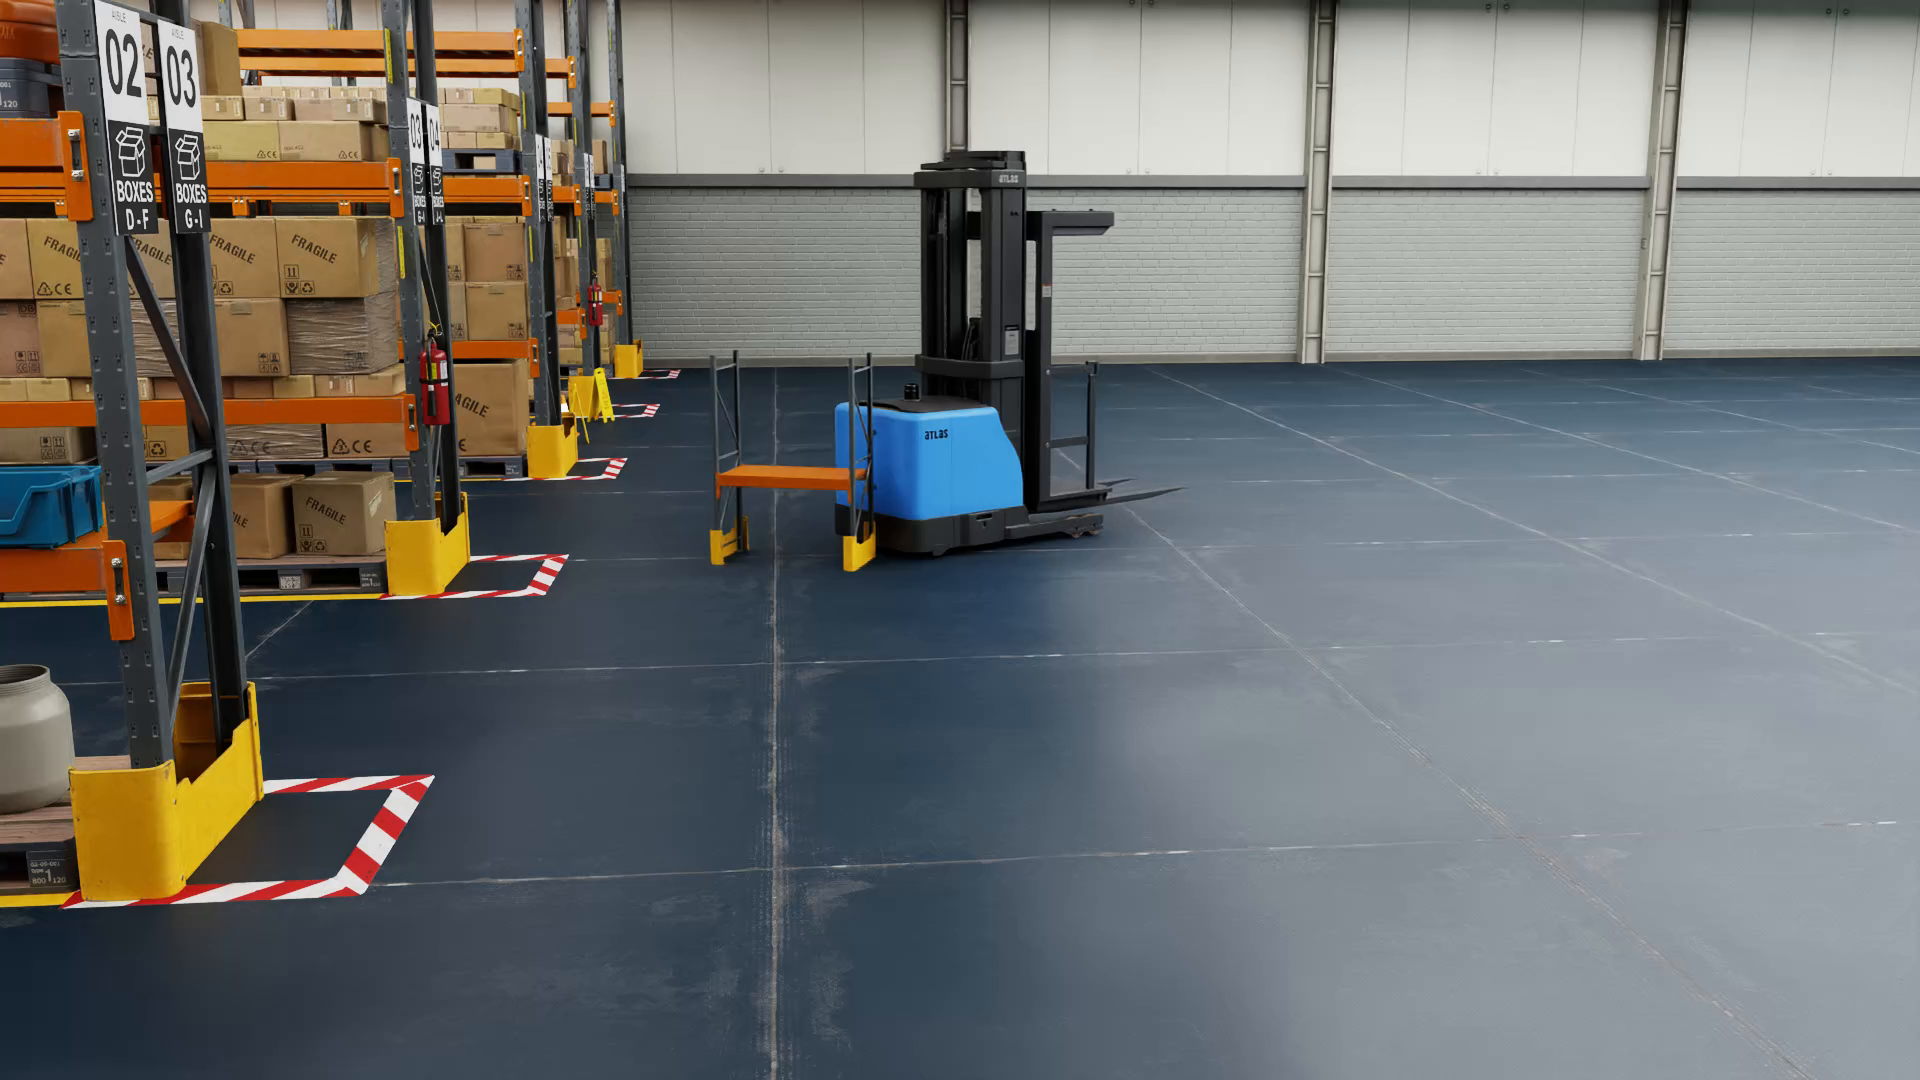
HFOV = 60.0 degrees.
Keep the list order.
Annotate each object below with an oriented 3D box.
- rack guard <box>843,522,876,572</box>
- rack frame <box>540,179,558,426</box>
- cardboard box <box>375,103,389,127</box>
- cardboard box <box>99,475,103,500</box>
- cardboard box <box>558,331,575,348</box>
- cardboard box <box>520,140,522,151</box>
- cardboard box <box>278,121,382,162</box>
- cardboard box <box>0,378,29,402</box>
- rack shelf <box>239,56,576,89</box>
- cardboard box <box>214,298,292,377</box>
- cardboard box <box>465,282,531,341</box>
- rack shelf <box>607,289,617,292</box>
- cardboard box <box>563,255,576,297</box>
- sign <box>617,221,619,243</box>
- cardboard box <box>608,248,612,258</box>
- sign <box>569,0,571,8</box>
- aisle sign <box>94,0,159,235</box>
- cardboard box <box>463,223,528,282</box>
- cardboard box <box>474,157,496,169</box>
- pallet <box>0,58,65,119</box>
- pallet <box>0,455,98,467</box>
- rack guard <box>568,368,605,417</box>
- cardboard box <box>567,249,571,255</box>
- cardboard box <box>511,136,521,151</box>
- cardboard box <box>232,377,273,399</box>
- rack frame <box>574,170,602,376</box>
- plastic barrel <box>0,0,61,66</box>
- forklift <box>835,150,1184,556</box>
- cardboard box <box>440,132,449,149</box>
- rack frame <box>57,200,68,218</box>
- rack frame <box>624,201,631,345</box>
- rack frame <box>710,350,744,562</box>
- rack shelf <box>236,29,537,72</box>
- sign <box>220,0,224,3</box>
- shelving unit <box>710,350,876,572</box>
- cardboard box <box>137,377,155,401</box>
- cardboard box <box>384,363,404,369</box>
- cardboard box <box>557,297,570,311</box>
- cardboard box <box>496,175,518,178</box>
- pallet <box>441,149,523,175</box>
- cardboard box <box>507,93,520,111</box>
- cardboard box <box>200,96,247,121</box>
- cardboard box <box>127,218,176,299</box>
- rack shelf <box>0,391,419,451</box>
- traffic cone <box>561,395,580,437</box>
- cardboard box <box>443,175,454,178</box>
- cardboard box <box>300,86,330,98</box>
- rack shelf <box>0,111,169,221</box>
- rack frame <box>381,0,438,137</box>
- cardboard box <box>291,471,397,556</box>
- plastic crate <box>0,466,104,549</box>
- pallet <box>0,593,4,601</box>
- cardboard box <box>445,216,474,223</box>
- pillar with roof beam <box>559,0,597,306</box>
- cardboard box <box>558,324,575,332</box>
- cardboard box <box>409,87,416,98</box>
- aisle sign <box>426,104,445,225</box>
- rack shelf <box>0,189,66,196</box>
[{"bbox_3d":[-0.722,0.044,11.994,0.087,0.250,0.587,3,11,13],"label":"rack guard"},{"bbox_3d":[-4.035,-2.170,16.130,0.053,2.616,0.949,-1,11,-6],"label":"rack frame"},{"bbox_3d":[-3.899,-2.850,11.167,0.250,0.149,0.380,-1,11,-6],"label":"cardboard box"},{"bbox_3d":[-5.997,-0.156,11.275,0.500,0.500,0.500,-2,11,-11],"label":"cardboard box"},{"bbox_3d":[-6.160,-3.093,25.570,0.500,0.250,0.500,-1,11,-7],"label":"cardboard box"},{"bbox_3d":[-5.235,-4.796,20.295,0.250,0.149,0.380,-1,11,-5],"label":"cardboard box"},{"bbox_3d":[-4.052,-2.557,10.710,0.500,0.250,0.500,-1,11,-5],"label":"cardboard box"},{"bbox_3d":[-6.090,-0.988,10.770,0.250,0.149,0.380,-1,11,-6],"label":"cardboard box"},{"bbox_3d":[-6.658,-5.665,20.230,4.000,0.370,1.077,-1,11,-6],"label":"rack shelf"},{"bbox_3d":[-4.634,-1.373,11.044,0.500,0.500,0.875,-1,11,-6],"label":"cardboard box"},{"bbox_3d":[-4.399,-2.228,16.035,0.550,0.550,0.875,-1,11,-6],"label":"cardboard box"},{"bbox_3d":[-7.198,-3.771,25.631,3.809,0.124,0.919,-1,11,-6],"label":"rack shelf"},{"bbox_3d":[-5.171,-3.356,21.133,0.500,0.500,0.500,-1,11,-7],"label":"cardboard box"},{"bbox_3d":[-5.165,-4.650,25.127,0.005,0.325,0.100,-1,11,-6],"label":"sign"},{"bbox_3d":[-5.575,-4.480,25.938,0.250,0.149,0.380,-1,11,-8],"label":"cardboard box"},{"bbox_3d":[-4.630,-6.491,19.723,0.005,0.325,0.100,-1,11,-6],"label":"sign"},{"bbox_3d":[-2.961,-1.488,5.920,0.004,0.787,0.394,-1,11,-6],"label":"aisle sign"},{"bbox_3d":[-4.408,-2.774,16.013,0.550,0.550,0.875,-1,11,-6],"label":"cardboard box"},{"bbox_3d":[-5.652,-4.592,20.291,0.500,0.250,0.500,-1,11,-7],"label":"cardboard box"},{"bbox_3d":[-3.898,-1.648,6.189,1.213,0.211,1.003,-1,11,-6],"label":"pallet"},{"bbox_3d":[-8.771,-0.689,15.823,1.213,0.211,1.003,-1,11,-6],"label":"pallet"},{"bbox_3d":[-4.746,-1.890,21.184,0.348,0.500,1.175,-1,11,-6],"label":"rack guard"},{"bbox_3d":[-6.040,-4.371,25.387,0.250,0.149,0.380,-1,11,-5],"label":"cardboard box"},{"bbox_3d":[-4.411,-3.829,16.094,0.250,0.149,0.380,-1,11,-6],"label":"cardboard box"},{"bbox_3d":[-4.603,-1.026,10.963,0.250,0.149,0.380,-1,11,-6],"label":"cardboard box"},{"bbox_3d":[-4.670,-3.118,20.951,0.127,3.000,1.000,-1,11,-6],"label":"rack frame"},{"bbox_3d":[-3.534,-2.122,5.906,0.708,0.830,0.600,-1,11,-6],"label":"plastic barrel"},{"bbox_3d":[0.503,-1.528,13.044,3.031,2.935,1.130,-9,14,-38],"label":"forklift"},{"bbox_3d":[-4.835,-3.692,15.398,0.250,0.149,0.380,-1,11,-5],"label":"cardboard box"},{"bbox_3d":[-13.163,-3.903,24.945,0.127,3.000,1.000,-1,11,-6],"label":"rack frame"},{"bbox_3d":[-5.210,-4.069,25.789,0.053,2.616,0.949,-1,11,-6],"label":"rack frame"},{"bbox_3d":[-1.693,-0.612,12.093,0.032,1.500,0.500,3,11,13],"label":"rack frame"},{"bbox_3d":[-6.023,-4.523,15.450,4.000,0.370,1.077,-1,11,-6],"label":"rack shelf"},{"bbox_3d":[-8.581,-6.408,19.302,0.005,0.325,0.100,-1,11,-6],"label":"sign"},{"bbox_3d":[-1.207,-0.590,11.983,1.083,1.500,0.587,3,11,13],"label":"shelving unit"},{"bbox_3d":[-5.341,-0.997,10.815,0.250,0.149,0.380,-1,11,-6],"label":"cardboard box"},{"bbox_3d":[-3.909,-1.134,11.511,0.250,0.149,0.380,-1,11,-6],"label":"cardboard box"},{"bbox_3d":[-5.019,-2.946,20.727,0.250,0.149,0.380,-1,11,-4],"label":"cardboard box"},{"bbox_3d":[-5.506,-4.395,20.322,0.250,0.149,0.380,-1,11,-4],"label":"cardboard box"},{"bbox_3d":[-4.771,-3.581,15.764,1.213,0.211,1.003,-1,11,-6],"label":"pallet"},{"bbox_3d":[-4.401,-4.220,16.016,0.250,0.149,0.380,-1,11,-5],"label":"cardboard box"},{"bbox_3d":[-4.621,-2.726,10.538,0.250,0.149,0.380,-1,11,-6],"label":"cardboard box"},{"bbox_3d":[-5.114,-1.823,10.741,0.500,0.500,0.500,-1,11,-6],"label":"cardboard box"},{"bbox_3d":[-5.588,-0.823,11.142,4.000,0.370,1.077,-1,11,-6],"label":"rack shelf"},{"bbox_3d":[-4.500,-1.411,18.845,0.334,0.463,0.336,-1,11,-6],"label":"traffic cone"},{"bbox_3d":[-6.271,-4.384,20.267,0.250,0.149,0.380,-2,11,-8],"label":"cardboard box"},{"bbox_3d":[-5.850,-4.062,15.213,0.250,0.149,0.380,-1,11,-6],"label":"cardboard box"},{"bbox_3d":[-5.053,-1.345,6.021,4.000,0.370,1.077,-1,11,-6],"label":"rack shelf"},{"bbox_3d":[-3.600,-4.161,10.705,0.127,3.000,1.000,-1,11,-6],"label":"rack frame"},{"bbox_3d":[-4.223,-0.187,11.435,0.500,0.500,0.500,1,11,4],"label":"cardboard box"},{"bbox_3d":[-3.530,-0.127,6.122,0.616,0.251,0.499,-1,11,-6],"label":"plastic crate"},{"bbox_3d":[-6.913,0.213,11.235,1.213,0.211,1.003,-1,11,-6],"label":"pallet"},{"bbox_3d":[-6.154,-3.711,20.348,0.500,0.500,0.700,-1,11,-7],"label":"cardboard box"},{"bbox_3d":[-5.535,-6.346,21.820,0.400,9.000,9.100,-1,11,-6],"label":"pillar with roof beam"},{"bbox_3d":[-6.141,-3.336,25.508,0.500,0.250,0.500,-1,11,-5],"label":"cardboard box"},{"bbox_3d":[-5.094,-4.078,15.293,0.250,0.149,0.380,-1,11,-5],"label":"cardboard box"},{"bbox_3d":[-3.571,-2.552,11.332,0.004,0.787,0.394,-1,11,-6],"label":"aisle sign"},{"bbox_3d":[-10.000,-3.164,15.277,4.000,0.370,1.077,-1,11,-6],"label":"rack shelf"}]
